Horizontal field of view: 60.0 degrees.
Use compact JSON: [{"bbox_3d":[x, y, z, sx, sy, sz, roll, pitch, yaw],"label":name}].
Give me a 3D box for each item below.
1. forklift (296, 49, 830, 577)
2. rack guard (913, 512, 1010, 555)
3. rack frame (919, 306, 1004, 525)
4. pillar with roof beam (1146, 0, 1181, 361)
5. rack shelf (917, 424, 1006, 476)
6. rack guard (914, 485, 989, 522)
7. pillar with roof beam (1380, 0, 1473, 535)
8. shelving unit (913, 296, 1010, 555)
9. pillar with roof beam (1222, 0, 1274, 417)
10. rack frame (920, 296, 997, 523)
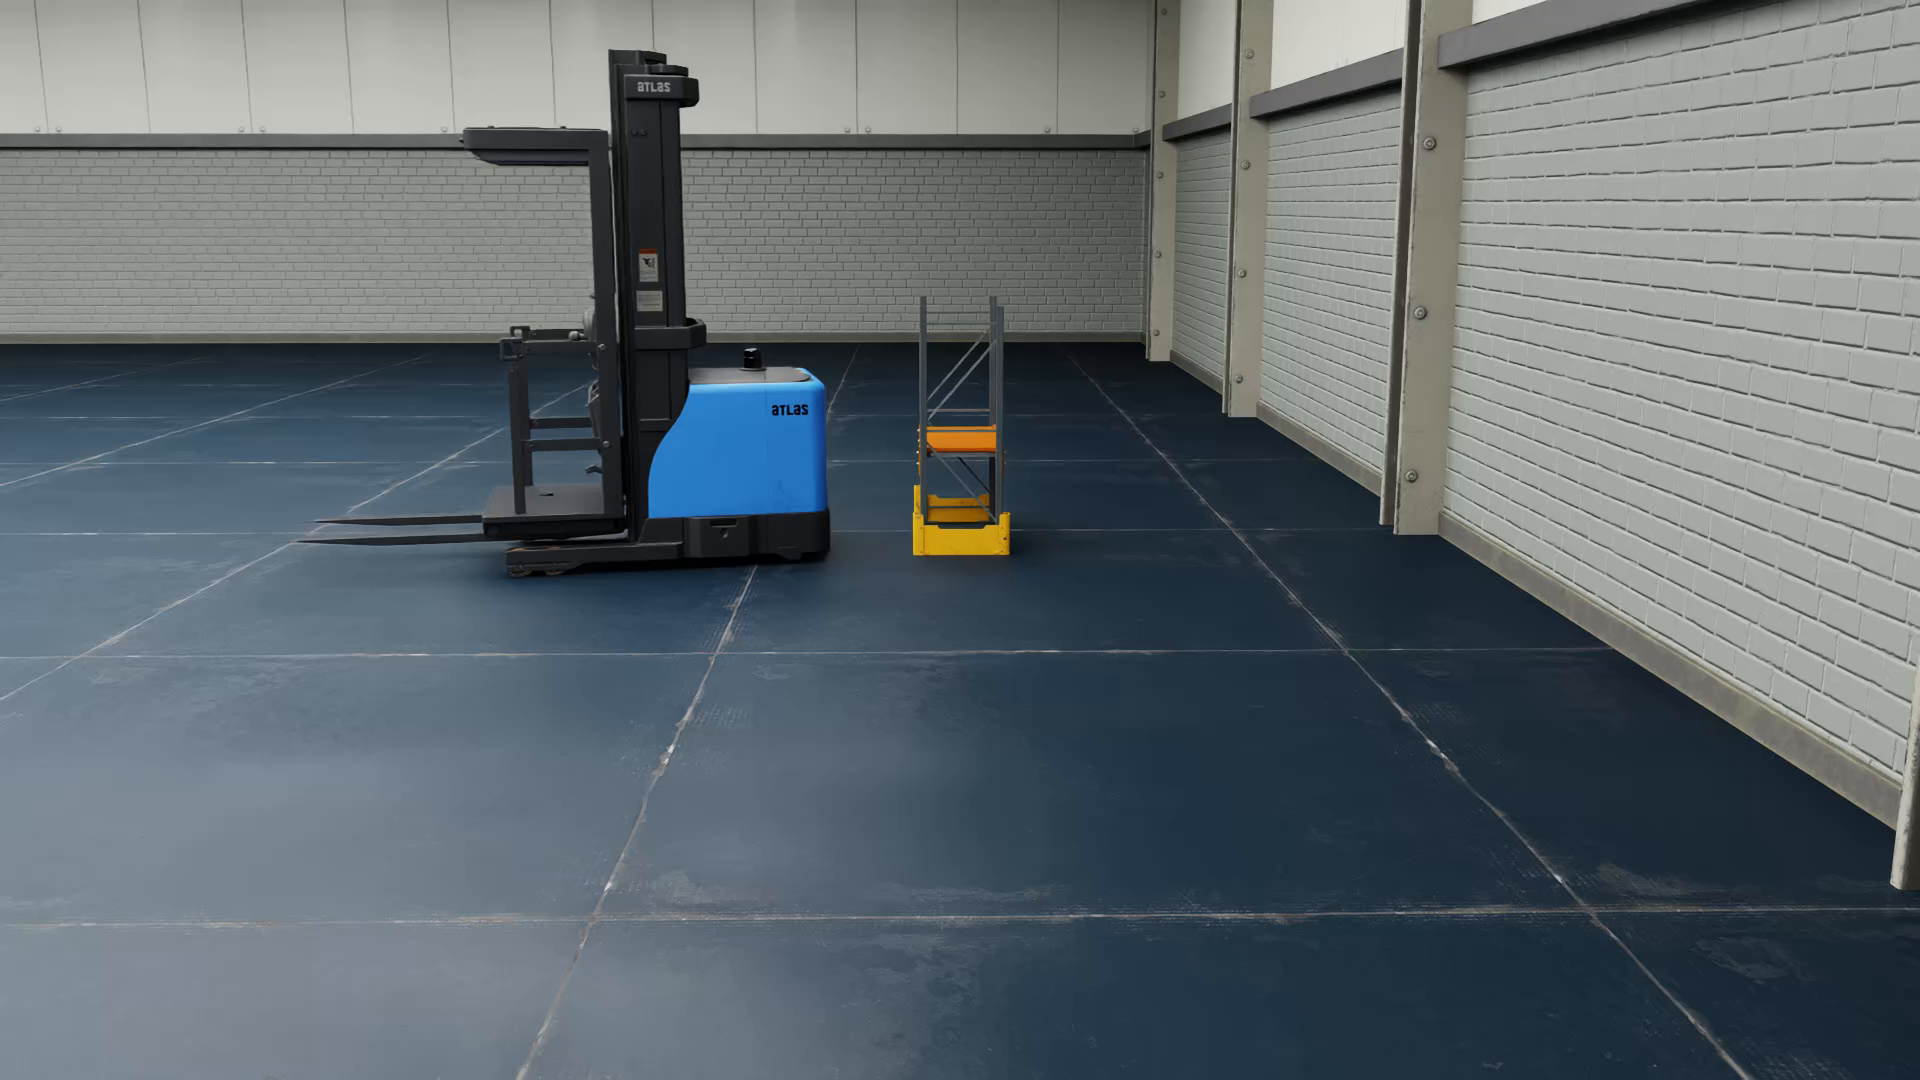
[{"bbox_3d":[-2.347,-1.339,9.789,3.031,2.935,1.130,-2,12,-12],"label":"forklift"},{"bbox_3d":[0.009,-0.039,10.121,0.587,0.250,0.087,0,11,-1],"label":"rack guard"},{"bbox_3d":[0.009,-0.651,9.995,0.500,1.500,0.032,0,11,-1],"label":"rack frame"},{"bbox_3d":[-1.590,-6.853,21.705,9.100,9.000,0.400,0,11,-1],"label":"pillar with roof beam"},{"bbox_3d":[-0.002,-0.576,10.529,0.538,0.185,1.000,0,11,-1],"label":"rack shelf"},{"bbox_3d":[-0.012,-0.237,11.097,0.587,0.250,0.087,0,11,-1],"label":"rack guard"},{"bbox_3d":[-1.342,-4.467,9.947,9.100,9.000,0.400,0,11,-1],"label":"pillar with roof beam"},{"bbox_3d":[-0.002,-0.750,10.485,0.587,1.500,1.083,0,11,-1],"label":"shelving unit"},{"bbox_3d":[-1.466,-5.660,15.826,9.100,9.000,0.400,0,11,-1],"label":"pillar with roof beam"},{"bbox_3d":[-0.012,-0.853,10.992,0.500,1.500,0.032,0,11,-1],"label":"rack frame"}]
